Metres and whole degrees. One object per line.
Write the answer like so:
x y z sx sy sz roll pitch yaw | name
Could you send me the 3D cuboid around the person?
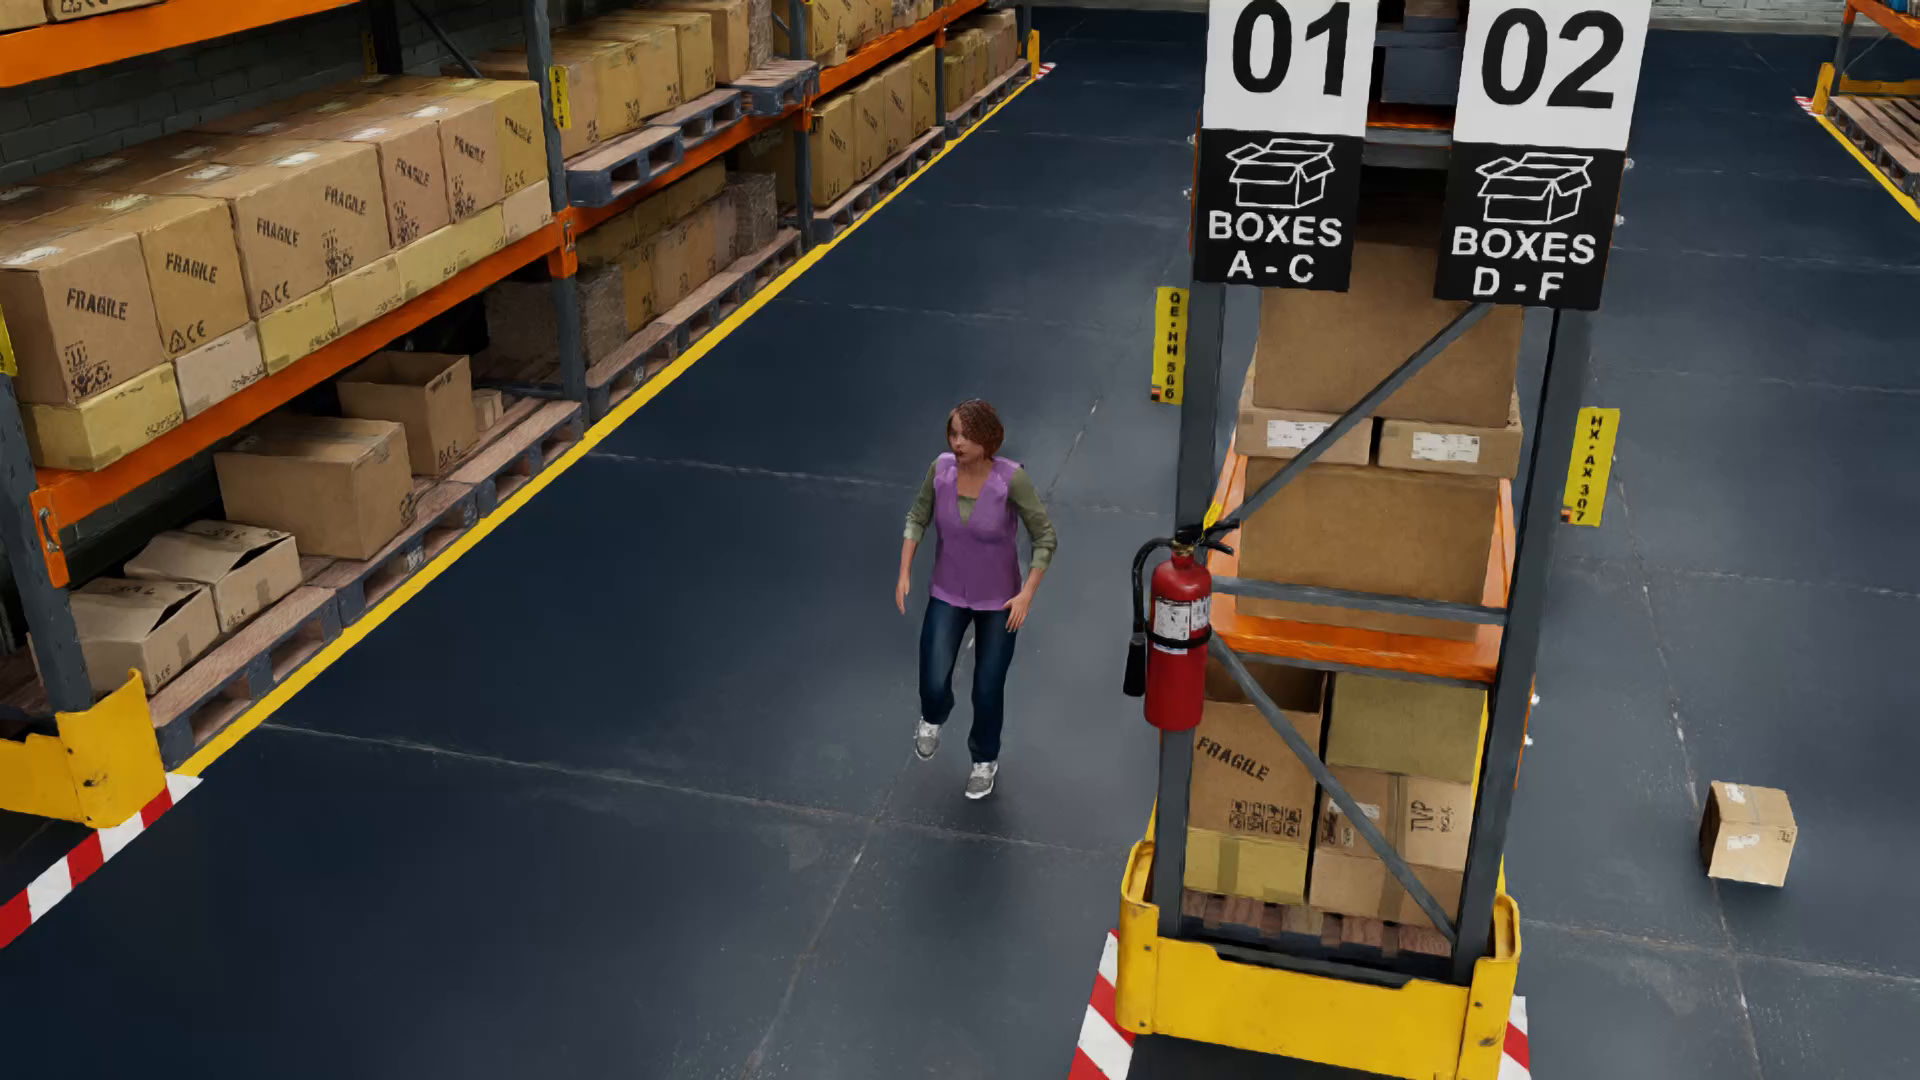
0.054 0.244 6.146 0.585 1.568 0.441 4 26 9 | person
